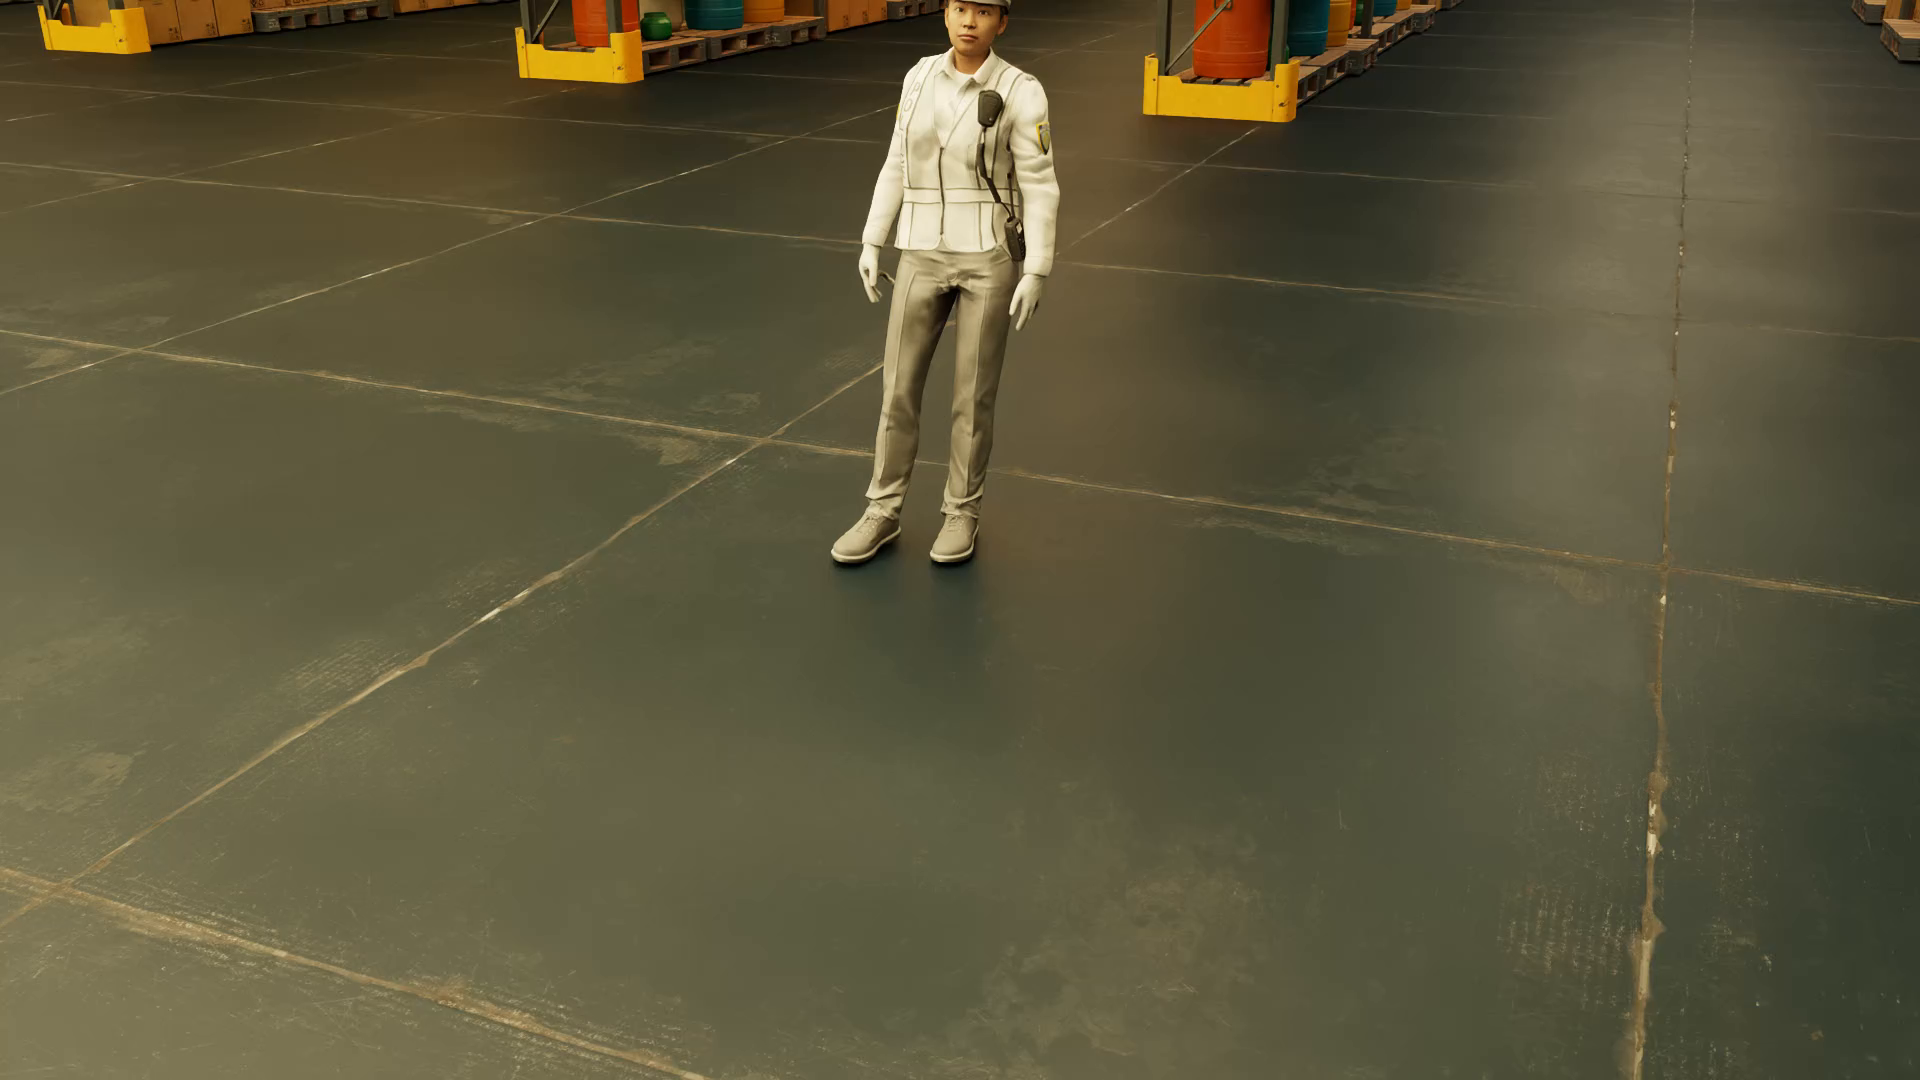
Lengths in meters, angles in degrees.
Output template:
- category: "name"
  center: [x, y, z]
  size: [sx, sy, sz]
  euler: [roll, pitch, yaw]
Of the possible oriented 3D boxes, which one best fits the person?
- category: "person"
  center: [-0.032, -0.765, 4.707]
  size: [0.588, 1.695, 0.531]
  euler: [9, 24, 21]
